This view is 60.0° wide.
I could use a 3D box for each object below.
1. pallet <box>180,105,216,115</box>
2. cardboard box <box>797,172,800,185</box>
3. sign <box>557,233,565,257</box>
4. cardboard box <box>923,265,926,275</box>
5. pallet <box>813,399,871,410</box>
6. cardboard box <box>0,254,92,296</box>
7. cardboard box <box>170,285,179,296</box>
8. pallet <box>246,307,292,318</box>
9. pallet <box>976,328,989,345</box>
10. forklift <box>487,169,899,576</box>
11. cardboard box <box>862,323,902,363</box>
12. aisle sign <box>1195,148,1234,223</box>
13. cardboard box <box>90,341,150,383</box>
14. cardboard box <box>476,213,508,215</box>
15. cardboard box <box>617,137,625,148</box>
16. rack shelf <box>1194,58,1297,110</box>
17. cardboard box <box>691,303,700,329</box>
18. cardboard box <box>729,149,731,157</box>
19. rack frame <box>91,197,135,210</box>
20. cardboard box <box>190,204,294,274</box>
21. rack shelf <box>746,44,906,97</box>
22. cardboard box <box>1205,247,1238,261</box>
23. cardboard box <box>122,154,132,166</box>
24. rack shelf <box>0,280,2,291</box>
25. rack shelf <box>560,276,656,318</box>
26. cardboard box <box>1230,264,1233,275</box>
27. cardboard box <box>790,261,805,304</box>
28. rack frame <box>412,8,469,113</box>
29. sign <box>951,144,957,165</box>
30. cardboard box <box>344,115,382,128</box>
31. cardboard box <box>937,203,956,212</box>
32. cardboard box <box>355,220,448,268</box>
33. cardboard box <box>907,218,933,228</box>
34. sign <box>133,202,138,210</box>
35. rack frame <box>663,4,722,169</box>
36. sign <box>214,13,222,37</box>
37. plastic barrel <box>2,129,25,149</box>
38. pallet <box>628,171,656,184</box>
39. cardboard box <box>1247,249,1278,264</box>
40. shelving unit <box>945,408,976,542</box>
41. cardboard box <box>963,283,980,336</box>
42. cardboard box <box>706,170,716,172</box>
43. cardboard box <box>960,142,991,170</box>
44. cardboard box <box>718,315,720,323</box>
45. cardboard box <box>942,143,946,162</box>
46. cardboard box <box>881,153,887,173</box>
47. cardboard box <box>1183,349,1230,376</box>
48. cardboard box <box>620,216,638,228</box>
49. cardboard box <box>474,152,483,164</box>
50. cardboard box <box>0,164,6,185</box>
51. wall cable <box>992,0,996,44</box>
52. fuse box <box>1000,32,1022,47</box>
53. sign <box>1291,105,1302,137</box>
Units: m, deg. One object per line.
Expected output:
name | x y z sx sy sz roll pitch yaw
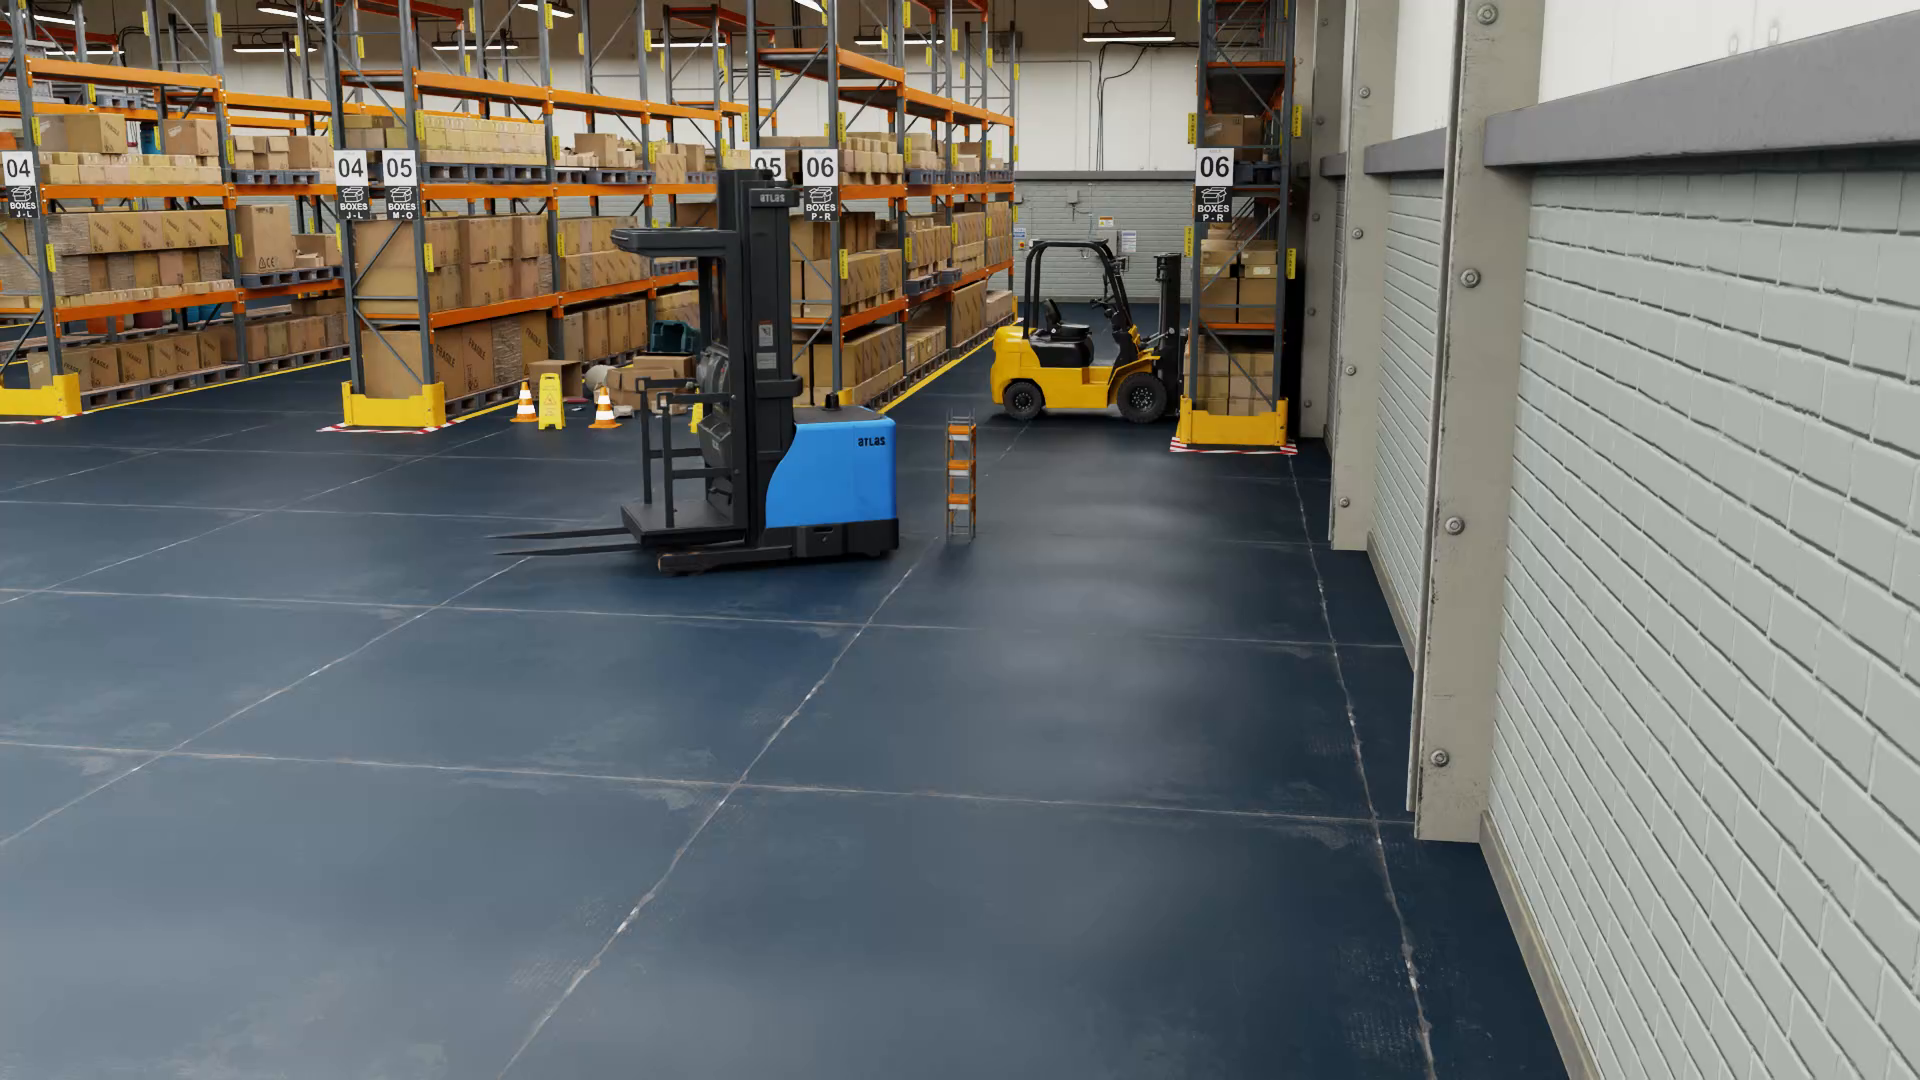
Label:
pallet | -14.797 -8.173 31.457 1.003 0.211 1.213 2 12 9
cardboard box | -2.075 -4.202 19.347 0.380 0.149 0.250 2 12 9
sign | -5.602 -4.139 23.334 0.100 0.325 0.005 2 12 9
cardboard box | -0.711 -3.959 24.343 0.380 0.149 0.250 2 12 9
pallet | -1.688 -1.543 20.152 1.003 0.211 1.213 2 12 9
cardboard box | -11.539 -3.351 20.980 0.875 0.500 0.500 2 12 9
cardboard box | -11.020 -3.440 22.933 0.380 0.149 0.250 2 12 9
pallet | -14.440 -4.748 35.022 1.003 0.211 1.213 2 12 9
pallet | -0.058 -3.694 30.133 1.003 0.211 1.213 2 12 9
forklift | -2.047 -1.290 12.523 3.031 2.935 1.130 -4 13 -19
cardboard box | -1.070 -2.651 22.423 0.500 0.500 0.500 2 12 8
aisle sign | 2.746 -3.829 17.969 0.394 0.787 0.004 2 12 9
cardboard box | -11.366 -2.411 22.499 0.500 0.500 0.500 3 13 14
cardboard box | -9.682 -6.509 34.448 0.500 0.500 0.500 2 12 7
cardboard box | -5.730 -6.509 27.402 0.396 0.266 0.258 2 12 9
rack shelf | 3.354 -5.364 19.680 1.077 0.370 4.000 2 12 9
cardboard box | -4.948 -3.967 29.719 0.500 0.500 0.500 2 12 7
cardboard box | -4.579 -7.354 31.601 0.380 0.149 0.250 2 12 8
rack frame | -18.978 -6.696 37.443 1.000 3.000 0.127 2 12 9
cardboard box | -10.775 -4.535 24.998 1.000 1.000 1.000 2 12 9
rack shelf | -1.552 -5.718 20.381 1.077 0.370 4.000 2 12 9
cardboard box | 3.025 -3.312 19.259 0.380 0.149 0.250 2 12 9
cardboard box | -11.154 -5.004 21.883 0.380 0.149 0.250 2 12 8
rack shelf | -15.622 -4.101 27.111 1.077 0.370 4.000 2 12 9
rack shelf | -5.843 -3.759 25.523 1.077 0.370 4.000 2 12 9
cardboard box | 2.933 -3.116 19.053 0.380 0.149 0.250 2 12 10
cardboard box | -2.048 -3.038 19.529 0.500 0.500 0.500 2 12 8
rack frame | -9.806 -8.474 31.454 1.000 3.000 0.127 2 12 9
sign | -0.093 -6.089 26.278 0.100 0.325 0.005 2 12 9
cardboard box | -7.049 -4.930 19.600 0.380 0.149 0.250 2 12 9
cardboard box | -0.281 -6.149 30.757 0.380 0.149 0.250 2 12 7
cardboard box | -6.670 -3.539 19.875 0.875 0.550 0.550 2 12 9
cardboard box | -0.602 -4.755 24.955 0.380 0.149 0.250 1 12 6
sign | -18.433 -7.394 37.185 0.100 0.325 0.005 2 12 9
rack frame | -4.920 -8.292 30.611 1.000 3.000 0.127 2 12 9
sign | -10.503 -7.283 23.521 0.100 0.325 0.005 2 12 9
plastic barrel | -15.656 -6.417 27.838 0.600 0.901 0.600 0 12 0
pallet | -5.582 -5.765 26.453 1.213 0.211 1.003 2 12 11
cardboard box | 3.412 -3.190 18.692 0.380 0.149 0.250 2 12 11
shelving unit | 0.008 -0.524 13.434 0.215 1.050 0.252 2 12 9
cardboard box | -0.161 -4.067 29.291 0.875 0.875 0.875 2 12 10
cardboard box | -4.588 -6.840 31.350 0.500 0.250 0.500 3 12 12
cardboard box | 0.284 -7.105 30.752 0.500 0.500 0.500 2 12 10
cardboard box | -4.547 -4.237 31.802 0.380 0.149 0.250 1 12 6
cardboard box | -0.436 -6.767 29.418 0.500 0.500 0.500 2 12 8
cardboard box | -1.215 -4.782 21.092 0.500 0.250 0.500 2 12 8
cardboard box | 2.809 -2.018 18.894 0.500 0.250 0.500 2 12 11
cardboard box | -5.614 -4.971 26.831 0.700 0.500 0.500 2 12 8
cardboard box | -6.202 -4.783 20.809 0.380 0.149 0.250 2 12 8
cardboard box | -11.828 -4.545 20.699 0.500 0.250 0.500 2 12 10
wall cable | -0.332 -13.161 38.963 2.355 3.000 0.029 2 12 9
fuse box | 1.192 -11.727 38.953 0.513 0.334 0.176 2 12 9
sign | 3.594 -4.475 17.757 0.100 0.325 0.005 2 12 9
